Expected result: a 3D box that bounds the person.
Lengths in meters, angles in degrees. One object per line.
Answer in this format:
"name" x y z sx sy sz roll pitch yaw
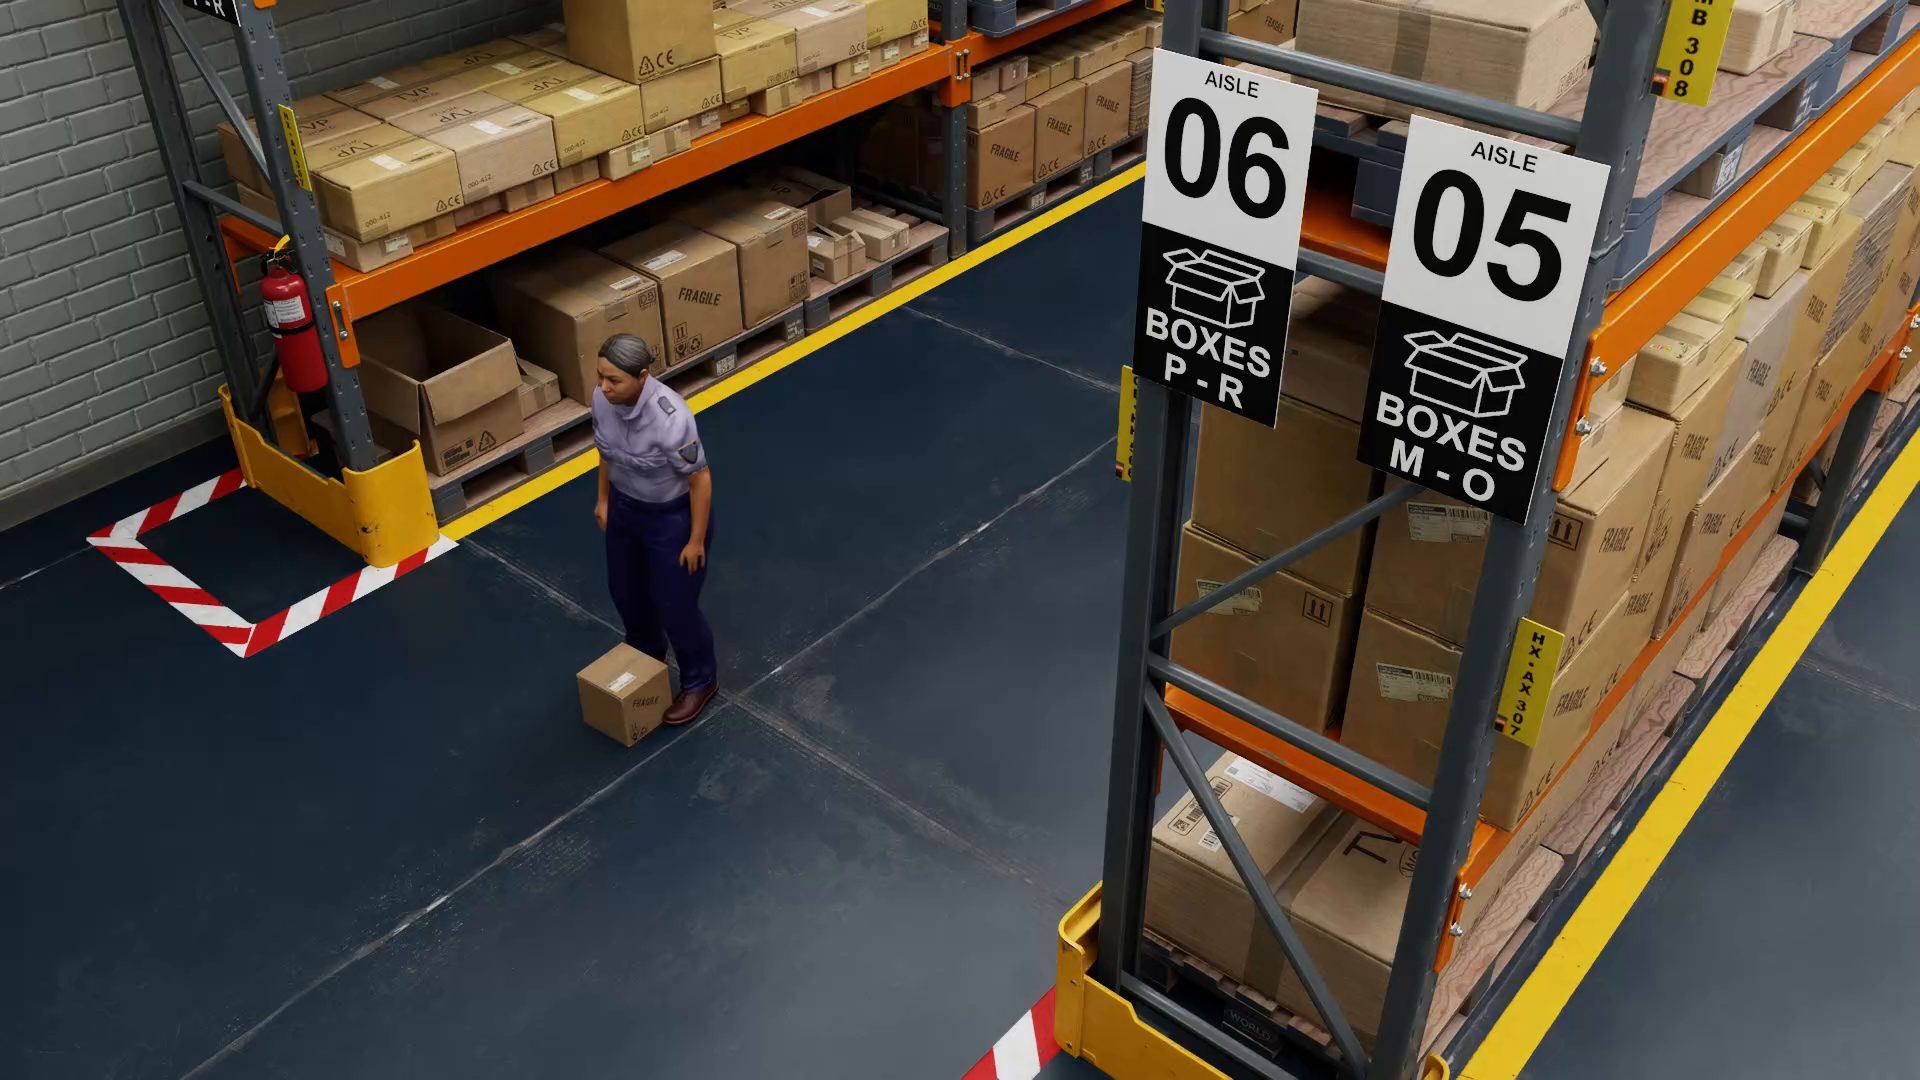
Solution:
"person" -1.163 -0.075 6.258 0.554 1.651 0.369 23 41 29
